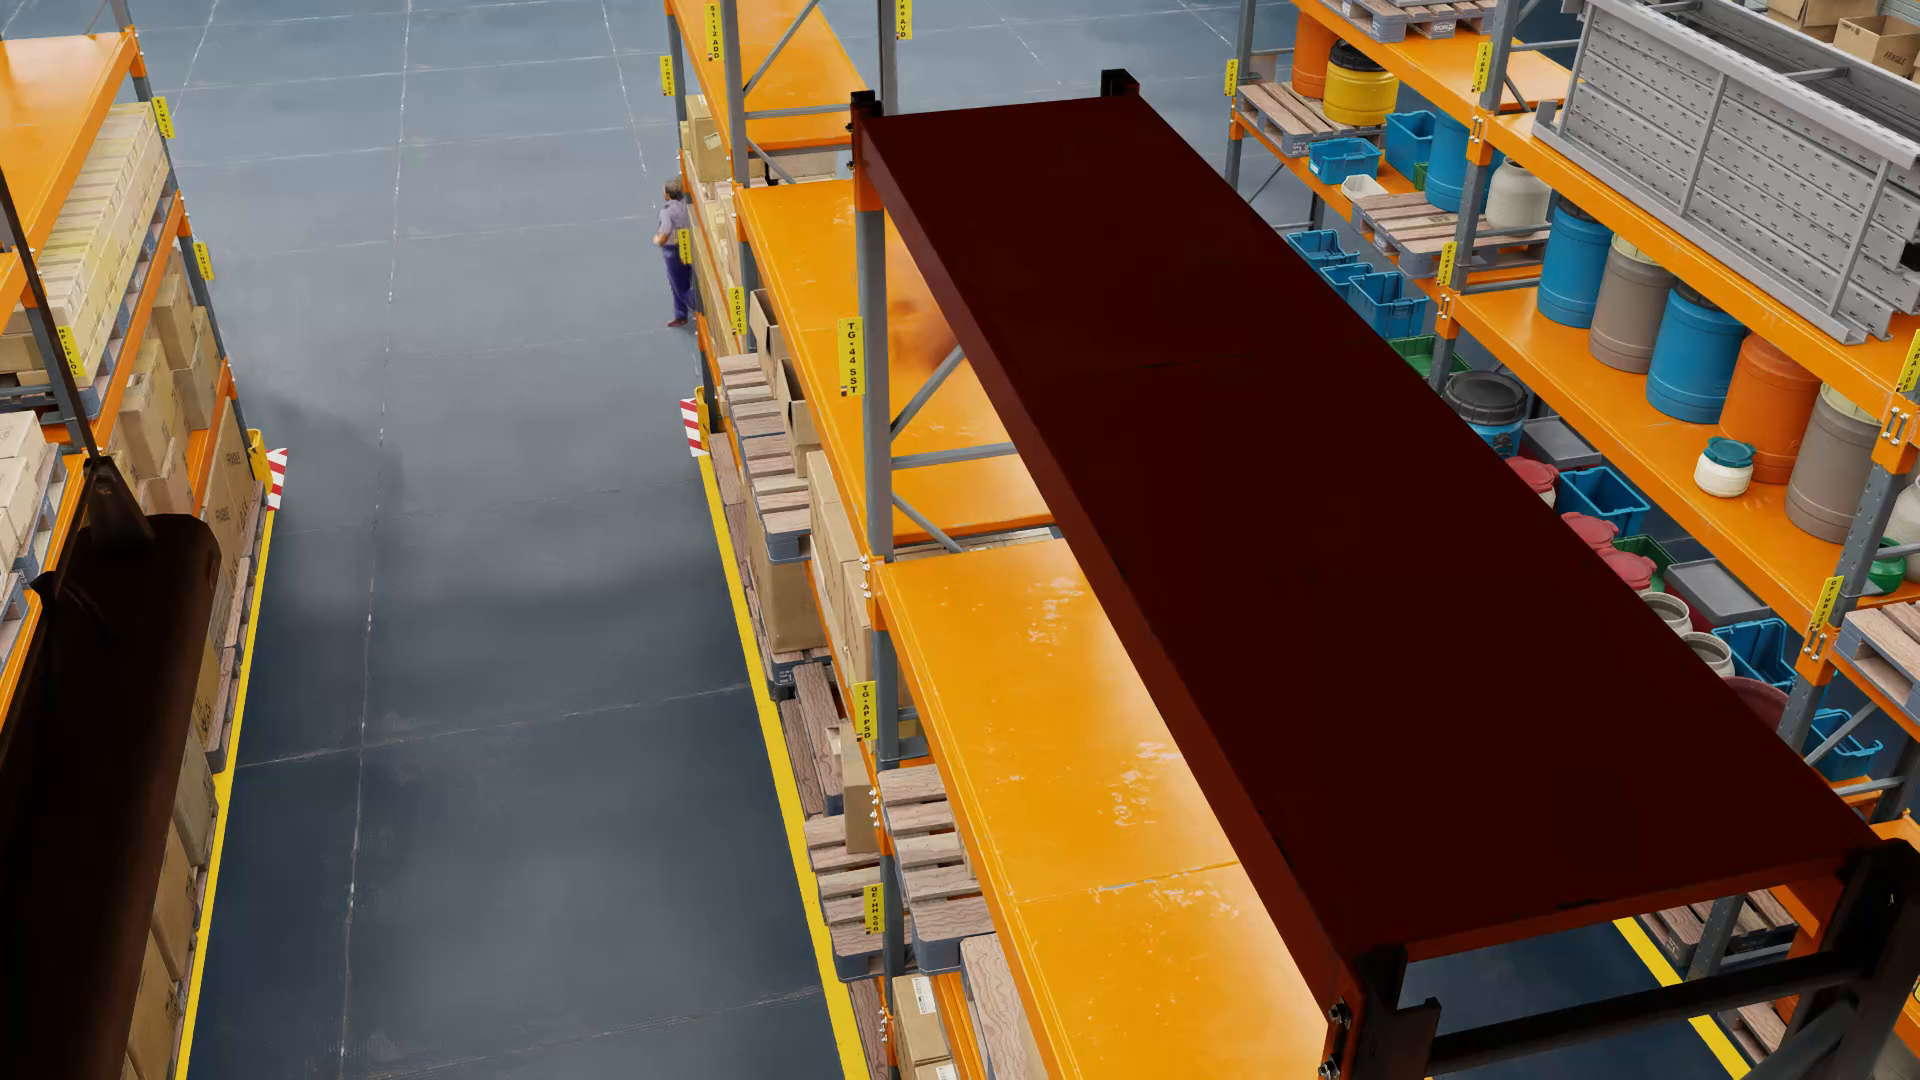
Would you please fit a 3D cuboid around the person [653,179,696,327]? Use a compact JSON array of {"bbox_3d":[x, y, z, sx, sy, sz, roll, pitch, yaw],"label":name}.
[{"bbox_3d":[-2.755,-2.800,16.740,0.812,1.685,0.603,18,38,24],"label":"person"}]
